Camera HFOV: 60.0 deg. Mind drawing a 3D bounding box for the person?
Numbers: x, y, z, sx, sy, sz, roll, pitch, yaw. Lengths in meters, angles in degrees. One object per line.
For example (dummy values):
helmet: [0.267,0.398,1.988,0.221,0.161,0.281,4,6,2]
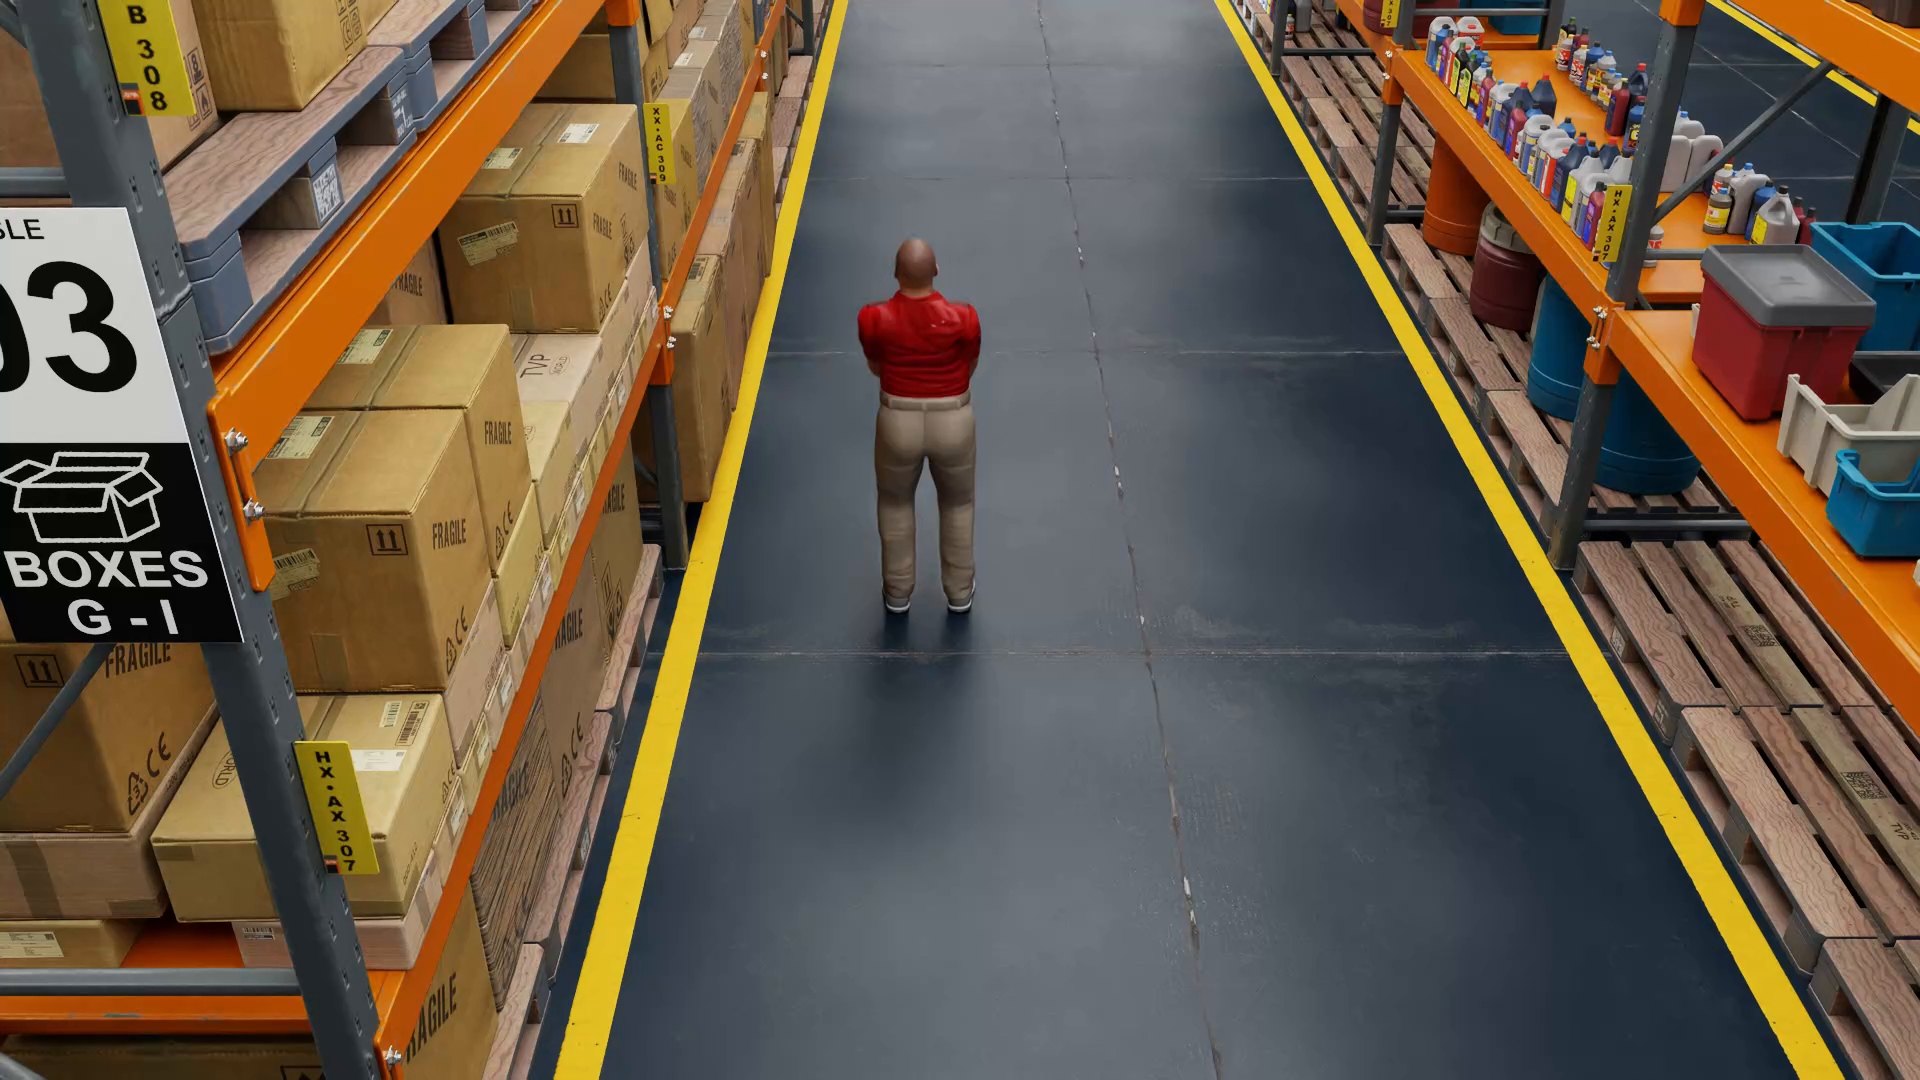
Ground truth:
person: [-0.162,-0.513,7.003,0.494,1.712,0.537,0,31,0]
